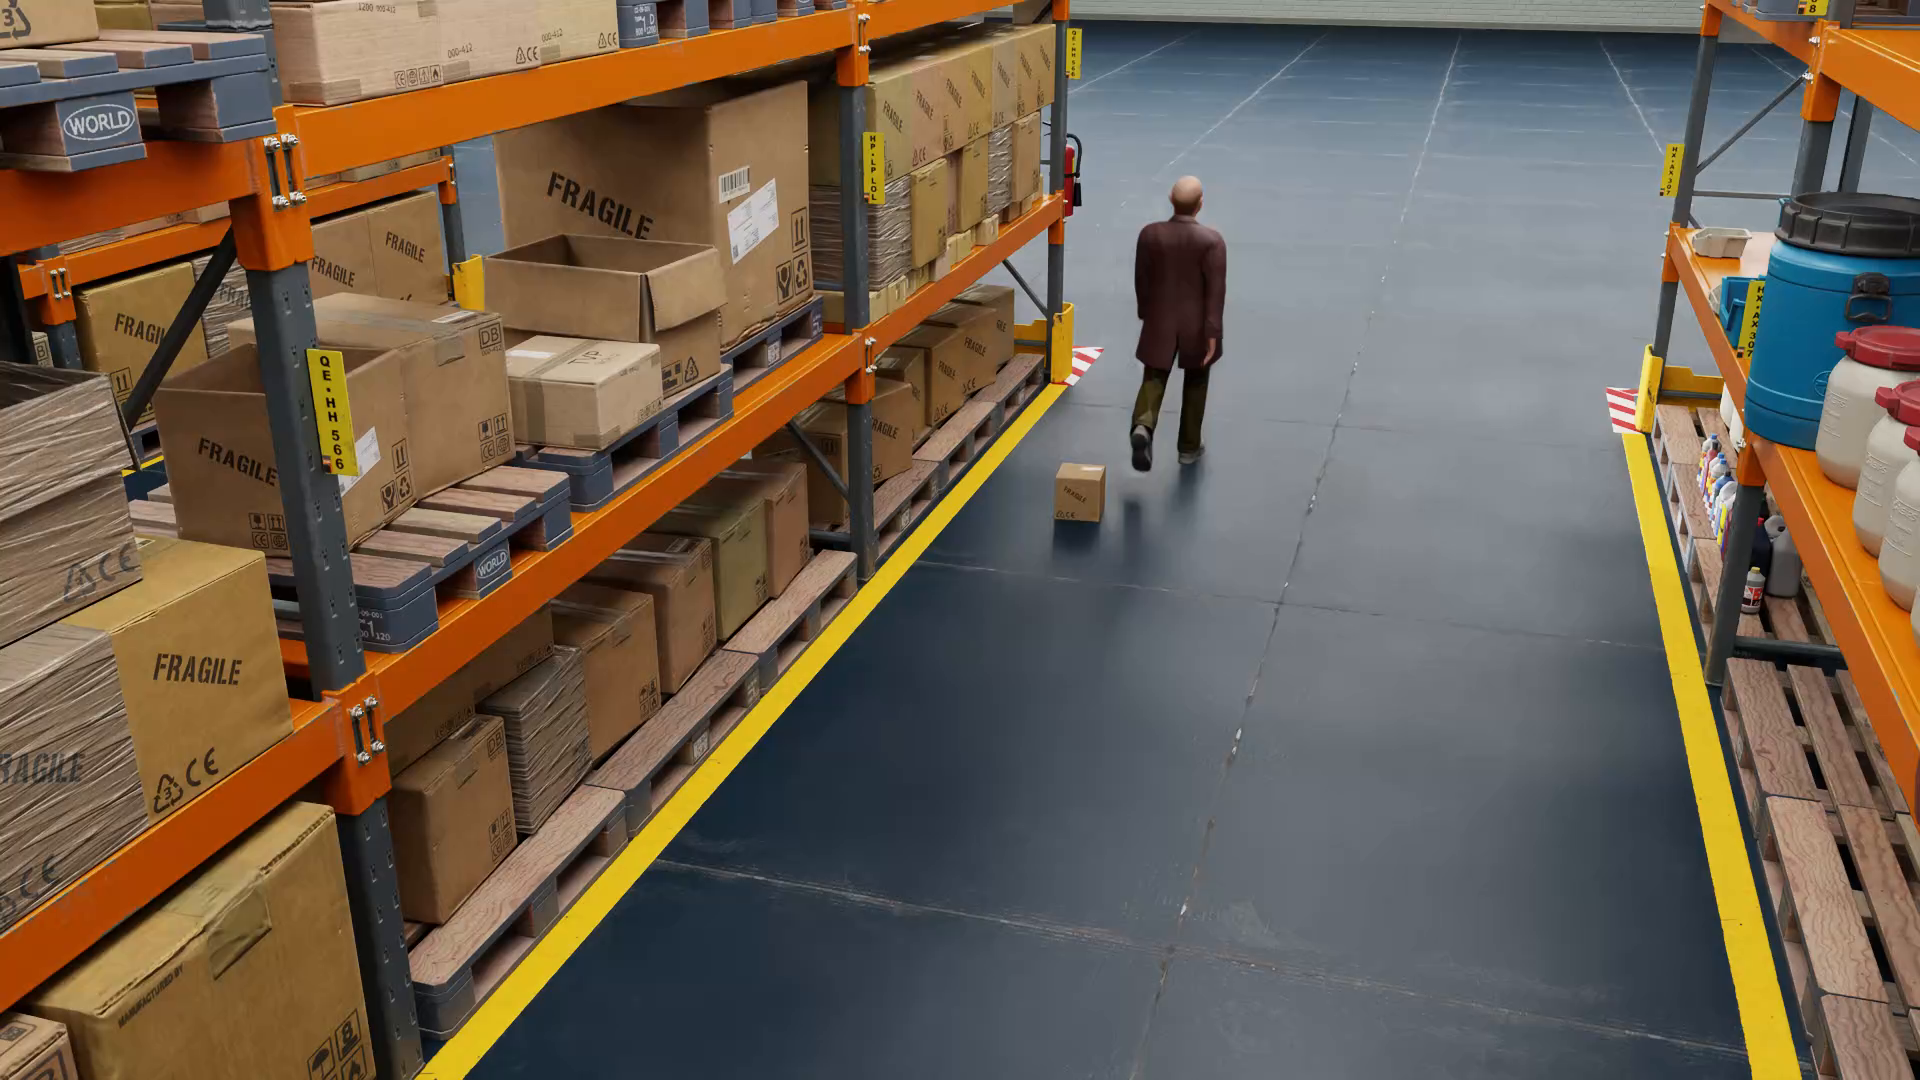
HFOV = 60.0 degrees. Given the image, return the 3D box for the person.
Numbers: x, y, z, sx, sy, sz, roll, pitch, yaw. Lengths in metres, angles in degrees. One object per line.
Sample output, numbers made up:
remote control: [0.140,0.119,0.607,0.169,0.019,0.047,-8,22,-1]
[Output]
person: [1.274,-1.251,9.739,0.562,1.748,0.888,7,23,17]
